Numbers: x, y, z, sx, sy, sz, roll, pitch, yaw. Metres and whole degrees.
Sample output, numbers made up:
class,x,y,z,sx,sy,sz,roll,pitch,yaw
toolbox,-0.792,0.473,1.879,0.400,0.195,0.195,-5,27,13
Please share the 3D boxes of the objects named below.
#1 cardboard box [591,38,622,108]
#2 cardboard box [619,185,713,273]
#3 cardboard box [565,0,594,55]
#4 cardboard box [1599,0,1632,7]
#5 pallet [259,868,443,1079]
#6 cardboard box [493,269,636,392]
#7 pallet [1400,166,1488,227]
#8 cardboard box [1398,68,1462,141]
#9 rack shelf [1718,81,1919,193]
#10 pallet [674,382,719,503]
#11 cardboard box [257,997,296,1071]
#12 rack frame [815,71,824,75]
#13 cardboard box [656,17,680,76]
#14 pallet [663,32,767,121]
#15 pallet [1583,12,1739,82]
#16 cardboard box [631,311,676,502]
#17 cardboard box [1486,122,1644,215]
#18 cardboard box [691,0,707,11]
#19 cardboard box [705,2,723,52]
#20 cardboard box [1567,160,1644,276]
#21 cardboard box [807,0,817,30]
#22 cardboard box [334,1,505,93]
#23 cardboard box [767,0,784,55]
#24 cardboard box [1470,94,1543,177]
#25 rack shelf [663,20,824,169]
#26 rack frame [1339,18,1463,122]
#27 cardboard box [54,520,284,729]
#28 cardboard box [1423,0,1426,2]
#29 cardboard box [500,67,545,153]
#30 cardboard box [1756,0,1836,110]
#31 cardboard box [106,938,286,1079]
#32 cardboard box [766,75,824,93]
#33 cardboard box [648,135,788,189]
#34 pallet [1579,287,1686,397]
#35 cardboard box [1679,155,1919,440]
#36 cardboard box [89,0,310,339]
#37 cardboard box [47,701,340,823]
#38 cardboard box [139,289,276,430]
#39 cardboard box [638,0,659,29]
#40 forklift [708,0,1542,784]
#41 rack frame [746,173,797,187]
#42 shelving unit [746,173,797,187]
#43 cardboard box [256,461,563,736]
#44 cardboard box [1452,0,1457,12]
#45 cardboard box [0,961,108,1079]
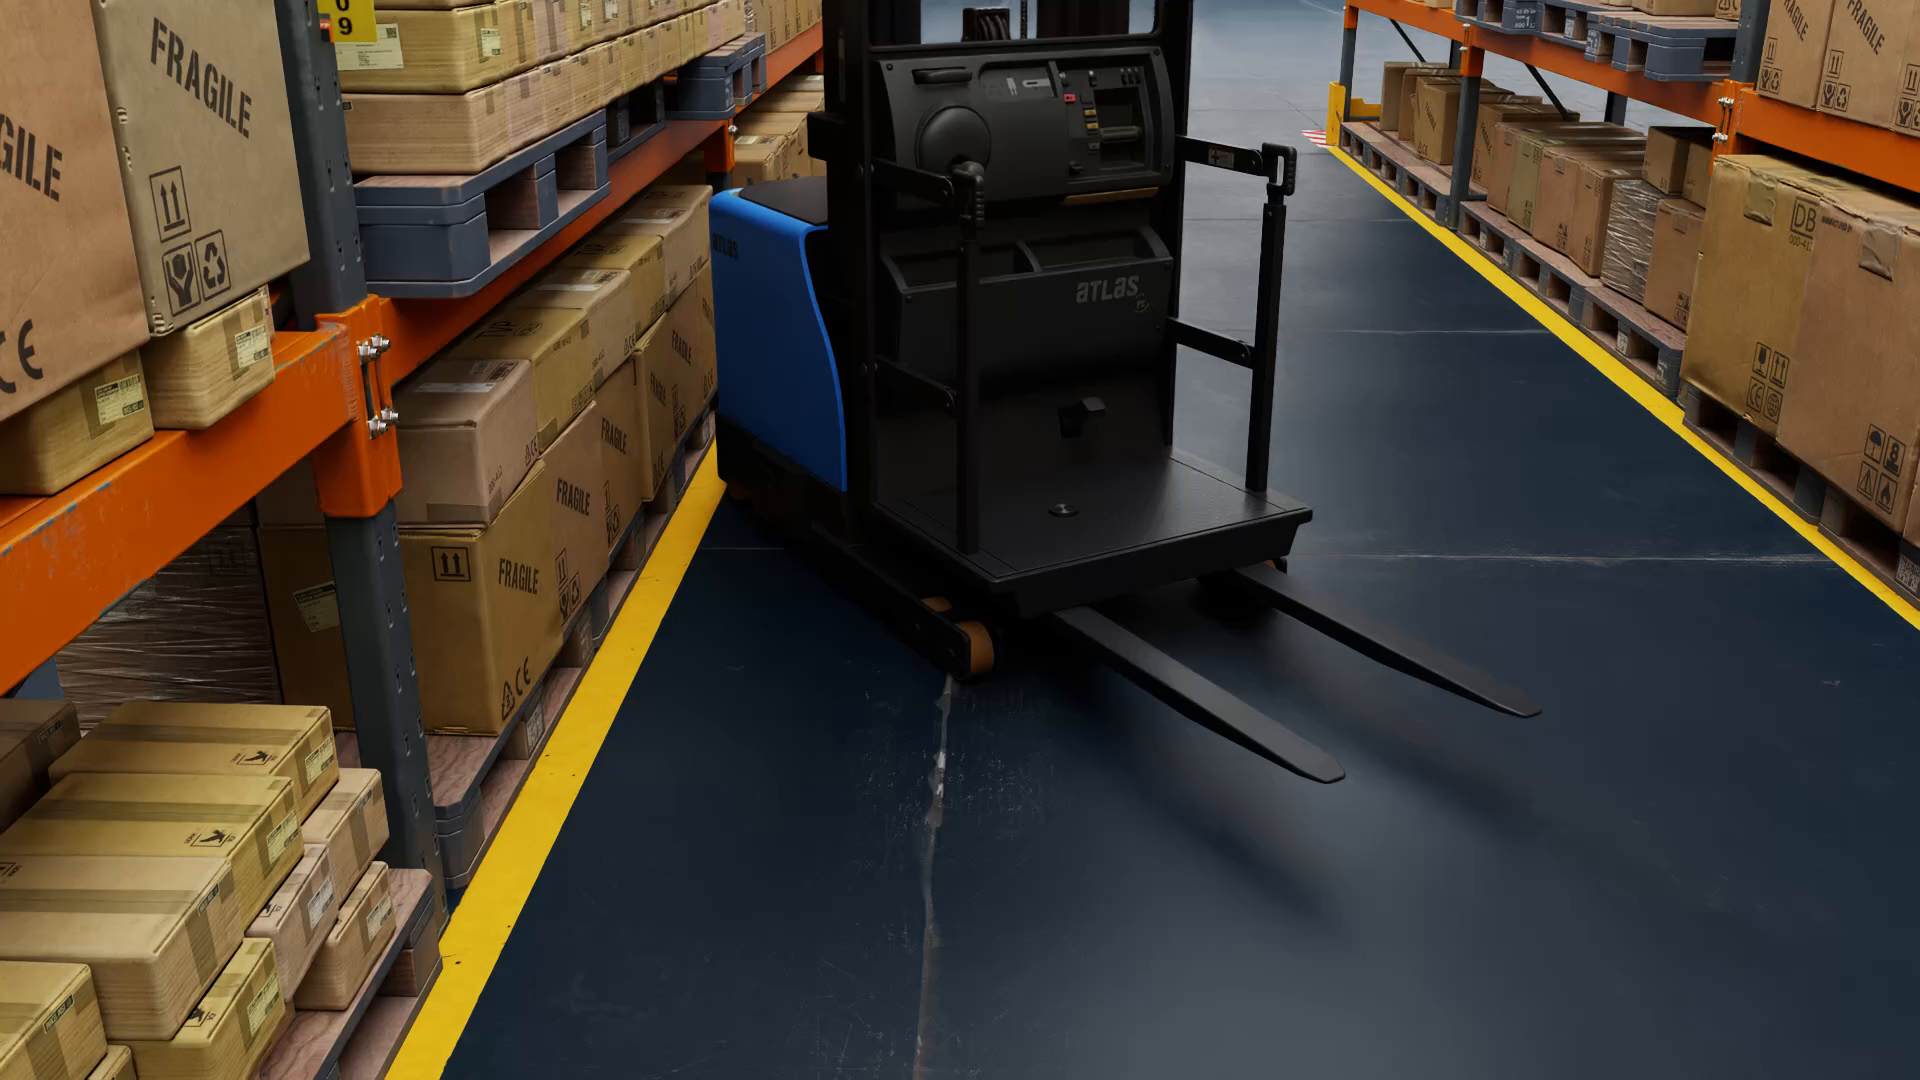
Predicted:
class,x,y,z,sx,sy,sz,roll,pitch,yaw
cardboard box,-1.064,-1.174,4.174,0.380,0.149,0.250,0,21,-1
cardboard box,-1.203,-1.160,6.211,0.500,0.250,0.500,0,21,0
cardboard box,-1.074,-1.220,3.882,0.380,0.149,0.250,0,21,-1
cardboard box,3.291,-2.678,7.890,0.396,0.266,0.258,0,21,0
pallet,-1.551,0.959,2.765,1.003,0.211,1.213,1,21,2
cardboard box,-1.246,-0.605,4.781,0.500,0.250,0.500,1,21,4
pallet,3.617,-2.329,11.239,1.003,0.211,1.213,1,21,2
cardboard box,3.734,-3.420,13.072,0.500,0.500,0.500,6,22,16
rack shelf,3.449,-0.881,4.647,1.077,0.370,4.000,1,21,2
pallet,-1.470,-0.448,6.391,1.003,0.211,1.213,1,21,2
cardboard box,-1.329,0.788,2.713,0.380,0.149,0.250,1,21,3
rack frame,-1.323,-3.477,10.343,1.000,3.000,0.127,1,21,2
cardboard box,-1.044,-1.462,4.917,0.380,0.149,0.250,1,21,3
pallet,-1.360,-1.682,5.983,1.213,0.211,1.003,1,21,2
pallet,3.425,-2.109,7.082,1.213,0.211,1.003,1,21,2
cardboard box,-1.223,-0.441,5.394,0.500,0.500,0.500,0,21,-1
cardboard box,3.591,-2.204,9.909,0.700,0.500,0.500,-1,21,-3
cardboard box,-1.024,-1.782,5.330,0.380,0.149,0.250,1,21,2
cardboard box,-1.017,-1.743,5.641,0.380,0.149,0.250,1,21,3
cardboard box,3.525,-1.627,8.424,0.700,0.500,0.500,2,21,6
cardboard box,-1.087,-3.149,9.360,0.500,0.500,0.500,0,21,1
cardboard box,-1.095,-0.939,3.157,0.380,0.149,0.250,1,21,2
cardboard box,-1.133,-2.603,7.952,0.500,0.500,0.500,1,21,2
cardboard box,3.694,-2.767,11.390,0.500,0.500,0.500,8,22,19
rack shelf,-1.384,-2.418,8.609,1.077,0.370,4.000,1,21,2
rack frame,3.753,-4.832,13.835,1.000,3.000,0.127,1,21,2
cardboard box,-1.796,0.115,3.961,0.500,0.500,0.500,0,21,1
cardboard box,3.432,-3.801,11.525,0.380,0.149,0.250,1,21,2
cardboard box,-1.092,-0.901,3.470,0.380,0.149,0.250,1,21,2
cardboard box,3.223,-1.813,5.917,0.500,0.500,0.500,1,21,3
cardboard box,-1.244,0.723,2.468,0.380,0.149,0.250,0,21,0
cardboard box,-1.252,-2.398,10.093,1.050,0.750,0.750,1,21,1
cardboard box,-1.336,-1.397,7.511,1.050,0.750,0.750,0,21,1
pallet,3.535,-0.922,7.613,1.003,0.211,1.213,1,21,2
cardboard box,3.468,-0.895,6.046,1.225,0.875,0.875,0,21,-1
cardboard box,-1.299,-0.591,2.357,0.500,0.500,0.500,1,21,2
cardboard box,-1.317,0.403,2.881,0.380,0.149,0.250,1,21,3
cardboard box,-1.240,-0.267,2.417,0.380,0.149,0.250,0,21,0
cardboard box,-1.049,-1.504,4.615,0.380,0.149,0.250,0,21,1
forklift,0.313,-1.172,4.497,1.130,2.935,3.031,-12,24,-28
rack frame,-0.679,-0.831,6.220,0.200,1.050,0.008,-12,23,-28
shelving unit,-0.617,-0.796,6.121,0.215,1.050,0.252,-12,23,-28
cardboard box,-1.279,0.121,3.945,0.500,0.500,0.500,1,21,4
cardboard box,3.361,-3.440,10.595,0.380,0.149,0.250,1,21,2
cardboard box,-1.371,0.679,2.170,0.380,0.149,0.250,1,21,3
